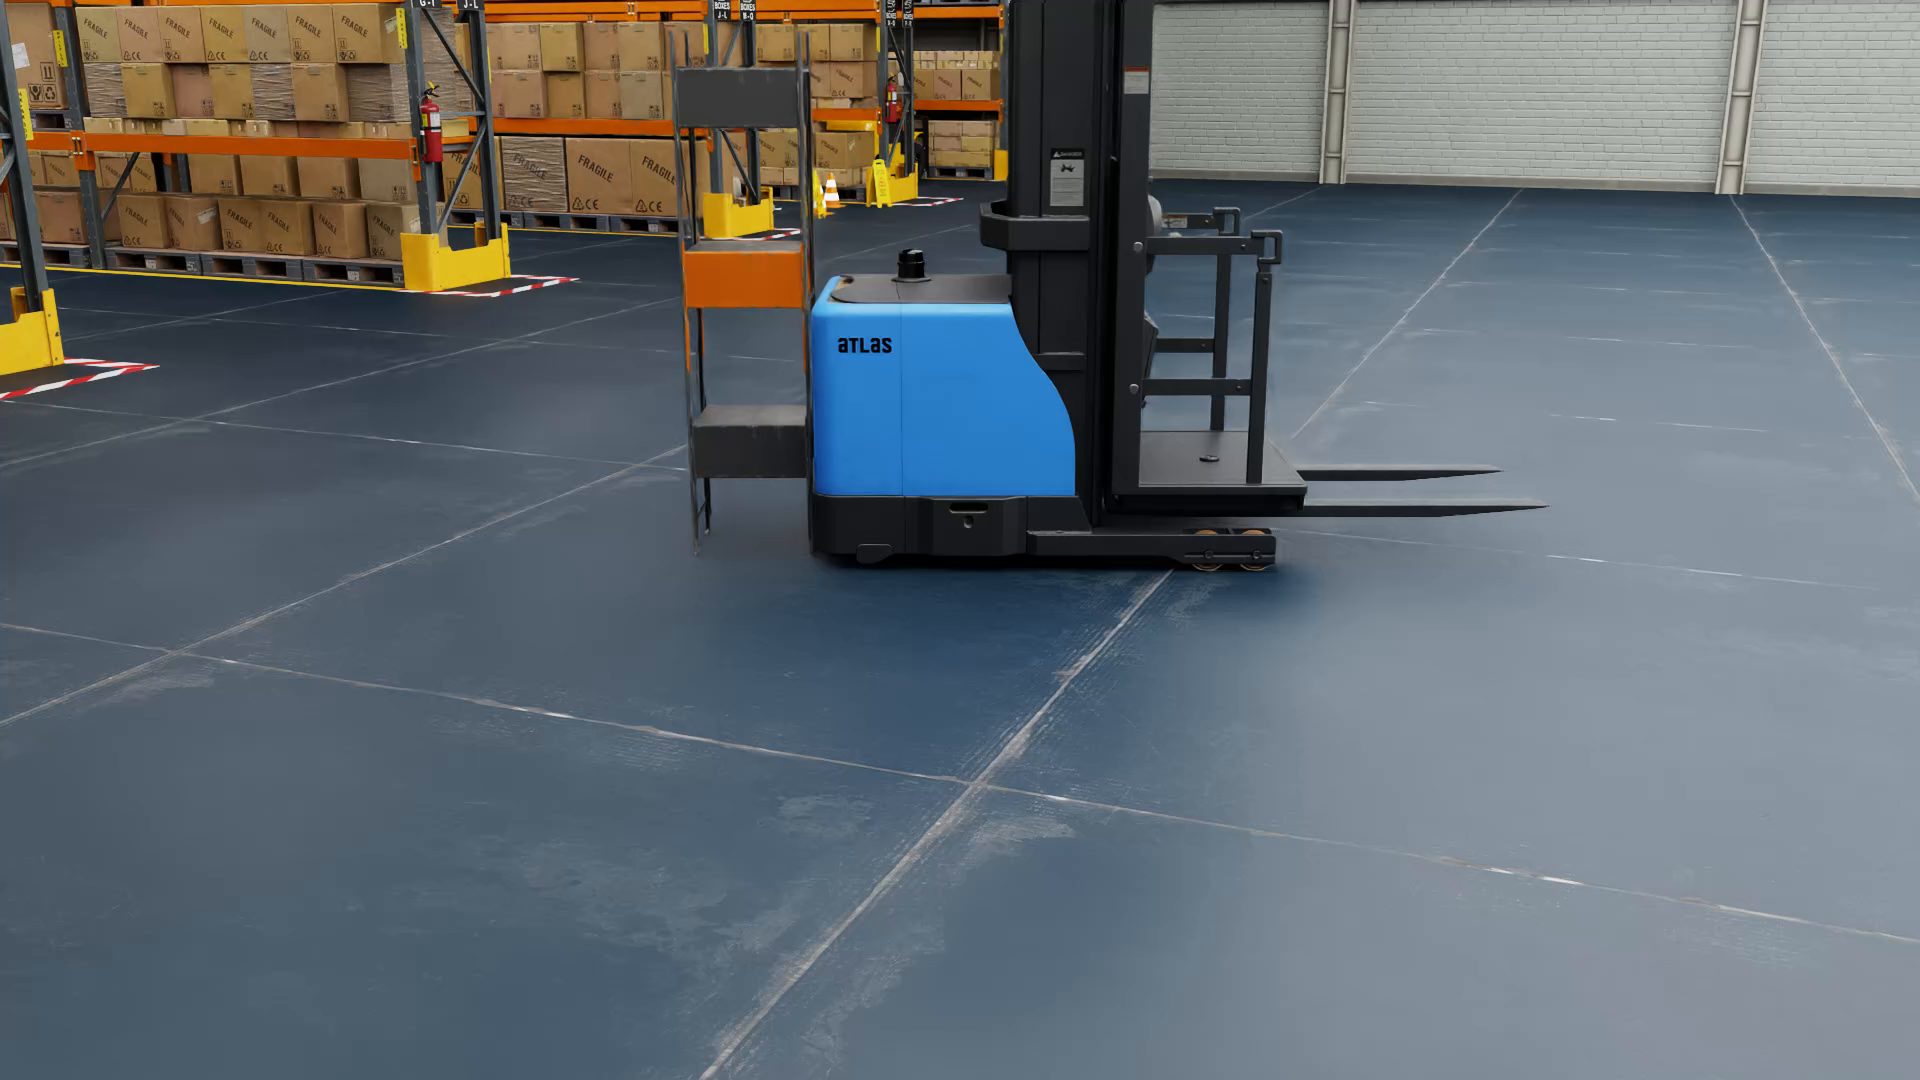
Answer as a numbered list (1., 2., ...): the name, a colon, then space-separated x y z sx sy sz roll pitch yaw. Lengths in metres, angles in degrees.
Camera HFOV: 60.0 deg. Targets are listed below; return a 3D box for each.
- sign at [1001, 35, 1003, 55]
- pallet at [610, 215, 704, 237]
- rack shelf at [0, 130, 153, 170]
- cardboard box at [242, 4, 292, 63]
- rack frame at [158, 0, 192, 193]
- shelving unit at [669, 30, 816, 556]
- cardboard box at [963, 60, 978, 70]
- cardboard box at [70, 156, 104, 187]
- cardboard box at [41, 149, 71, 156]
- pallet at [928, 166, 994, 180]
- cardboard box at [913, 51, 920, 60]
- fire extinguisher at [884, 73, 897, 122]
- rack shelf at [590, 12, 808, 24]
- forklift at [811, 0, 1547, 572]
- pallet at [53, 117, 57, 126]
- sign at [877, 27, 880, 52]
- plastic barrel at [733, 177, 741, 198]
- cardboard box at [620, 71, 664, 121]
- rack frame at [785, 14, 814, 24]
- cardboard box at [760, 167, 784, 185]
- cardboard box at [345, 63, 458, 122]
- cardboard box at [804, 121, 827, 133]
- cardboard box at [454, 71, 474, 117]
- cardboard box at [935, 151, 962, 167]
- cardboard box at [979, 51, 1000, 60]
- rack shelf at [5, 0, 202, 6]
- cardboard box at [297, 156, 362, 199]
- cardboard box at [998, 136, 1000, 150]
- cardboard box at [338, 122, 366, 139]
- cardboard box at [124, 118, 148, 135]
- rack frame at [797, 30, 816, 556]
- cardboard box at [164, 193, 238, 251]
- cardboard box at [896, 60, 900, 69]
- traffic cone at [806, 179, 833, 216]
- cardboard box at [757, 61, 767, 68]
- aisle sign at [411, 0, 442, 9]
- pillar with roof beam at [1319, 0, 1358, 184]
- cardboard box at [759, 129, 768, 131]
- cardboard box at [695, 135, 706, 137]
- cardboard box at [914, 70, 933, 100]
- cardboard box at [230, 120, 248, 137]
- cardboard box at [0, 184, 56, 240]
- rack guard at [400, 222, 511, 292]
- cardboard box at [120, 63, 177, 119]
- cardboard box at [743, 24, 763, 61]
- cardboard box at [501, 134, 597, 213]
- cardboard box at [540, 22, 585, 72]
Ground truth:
1. sign: 0.695 -8.193 27.515 0.005 0.325 0.100 6 17 21
2. pallet: -3.405 -3.803 19.896 1.213 0.211 1.003 6 17 21
3. rack shelf: -10.128 -4.073 17.115 4.000 0.370 1.077 6 17 21
4. cardboard box: -6.081 -4.570 15.028 0.500 0.500 0.500 6 17 21
5. rack frame: -10.075 -5.899 22.115 0.127 3.000 1.000 6 17 21
6. shelving unit: -0.861 -0.995 6.836 0.503 2.100 0.431 0 16 0
7. cardboard box: 0.233 -8.004 28.020 0.250 0.149 0.380 7 17 22
8. cardboard box: -11.763 -5.004 22.761 0.500 0.500 0.500 5 17 18
9. cardboard box: -12.236 -5.419 22.844 0.500 0.250 0.500 7 18 23
10. pallet: 0.180 -6.391 28.810 1.213 0.211 1.003 6 17 21
11. cardboard box: -0.727 -8.252 28.341 0.250 0.149 0.380 7 17 22
12. fire extinguisher: -0.973 -6.207 23.312 0.183 0.674 0.296 6 17 21
13. rack shelf: -4.674 -9.372 29.986 4.000 0.370 1.077 6 17 21
14. forklift: 0.913 -1.428 6.837 3.031 2.935 1.130 0 16 0
15. pallet: -10.132 -4.339 17.085 1.213 0.211 1.003 6 17 21
16. sign: -1.133 -6.941 23.059 0.005 0.325 0.100 6 17 21
17. plastic barrel: -3.388 -4.957 23.488 0.512 0.421 0.421 -9 18 -27
18. cardboard box: -3.514 -5.230 19.539 0.550 0.550 0.875 6 17 21
19. rack frame: -2.814 -8.072 29.599 0.127 3.000 1.000 6 17 21
20. cardboard box: -2.729 -5.376 24.492 0.500 0.250 0.500 6 17 19
21. cardboard box: -5.048 -4.059 15.063 0.500 0.500 0.875 6 17 21
22. cardboard box: -2.118 -5.963 24.002 0.250 0.149 0.380 7 18 22
23. cardboard box: -6.006 -5.528 20.565 0.550 0.550 0.875 6 17 21
24. cardboard box: -0.105 -6.564 28.581 0.500 0.250 0.500 6 17 21
25. cardboard box: 0.497 -8.147 27.981 0.250 0.149 0.380 6 17 21
26. rack shelf: -11.935 -7.199 22.501 4.000 0.370 1.077 6 17 21
27. cardboard box: -7.860 -4.751 21.442 0.750 0.750 1.050 6 17 21
28. cardboard box: 0.546 -6.886 28.796 0.500 0.250 0.500 7 17 22
29. cardboard box: -5.371 -3.698 14.982 0.250 0.149 0.380 6 17 21
30. cardboard box: -7.708 -3.946 15.837 0.250 0.149 0.380 6 17 21
31. rack frame: -0.617 -0.995 6.836 0.015 2.100 0.400 0 16 0
32. cardboard box: -7.375 -3.108 16.228 0.500 0.500 0.500 13 21 38
33. cardboard box: -0.920 -8.159 28.555 0.250 0.149 0.380 6 17 20
34. traffic cone: -1.875 -4.544 21.995 0.334 0.463 0.336 6 17 21
35. cardboard box: -2.909 -6.711 24.199 0.500 0.500 0.500 6 17 21
36. aisle sign: -4.599 -4.969 14.248 0.004 0.787 0.394 6 17 21
37. pillar with roof beam: 4.592 -9.119 22.443 0.400 9.000 9.100 6 17 21
38. cardboard box: -3.034 -5.931 25.058 0.500 0.500 0.500 7 18 24
39. cardboard box: -3.680 -5.844 24.756 0.500 0.500 0.500 7 18 23
40. cardboard box: -0.603 -7.801 28.485 0.500 0.500 0.500 6 17 20
41. cardboard box: -6.529 -3.830 15.436 0.250 0.149 0.380 6 17 21
42. cardboard box: -9.788 -3.404 17.214 0.500 0.500 0.700 5 17 16
43. rack guard: -4.617 -2.612 15.275 0.348 0.500 1.175 6 17 21
44. cardboard box: -7.420 -4.283 15.833 0.500 0.500 0.875 6 17 21
45. cardboard box: -2.859 -7.208 24.116 0.500 0.500 0.700 6 17 20
46. cardboard box: -4.955 -4.498 20.344 0.875 0.875 0.875 6 17 21
47. cardboard box: -4.521 -5.865 19.790 0.500 0.550 0.875 6 17 21
